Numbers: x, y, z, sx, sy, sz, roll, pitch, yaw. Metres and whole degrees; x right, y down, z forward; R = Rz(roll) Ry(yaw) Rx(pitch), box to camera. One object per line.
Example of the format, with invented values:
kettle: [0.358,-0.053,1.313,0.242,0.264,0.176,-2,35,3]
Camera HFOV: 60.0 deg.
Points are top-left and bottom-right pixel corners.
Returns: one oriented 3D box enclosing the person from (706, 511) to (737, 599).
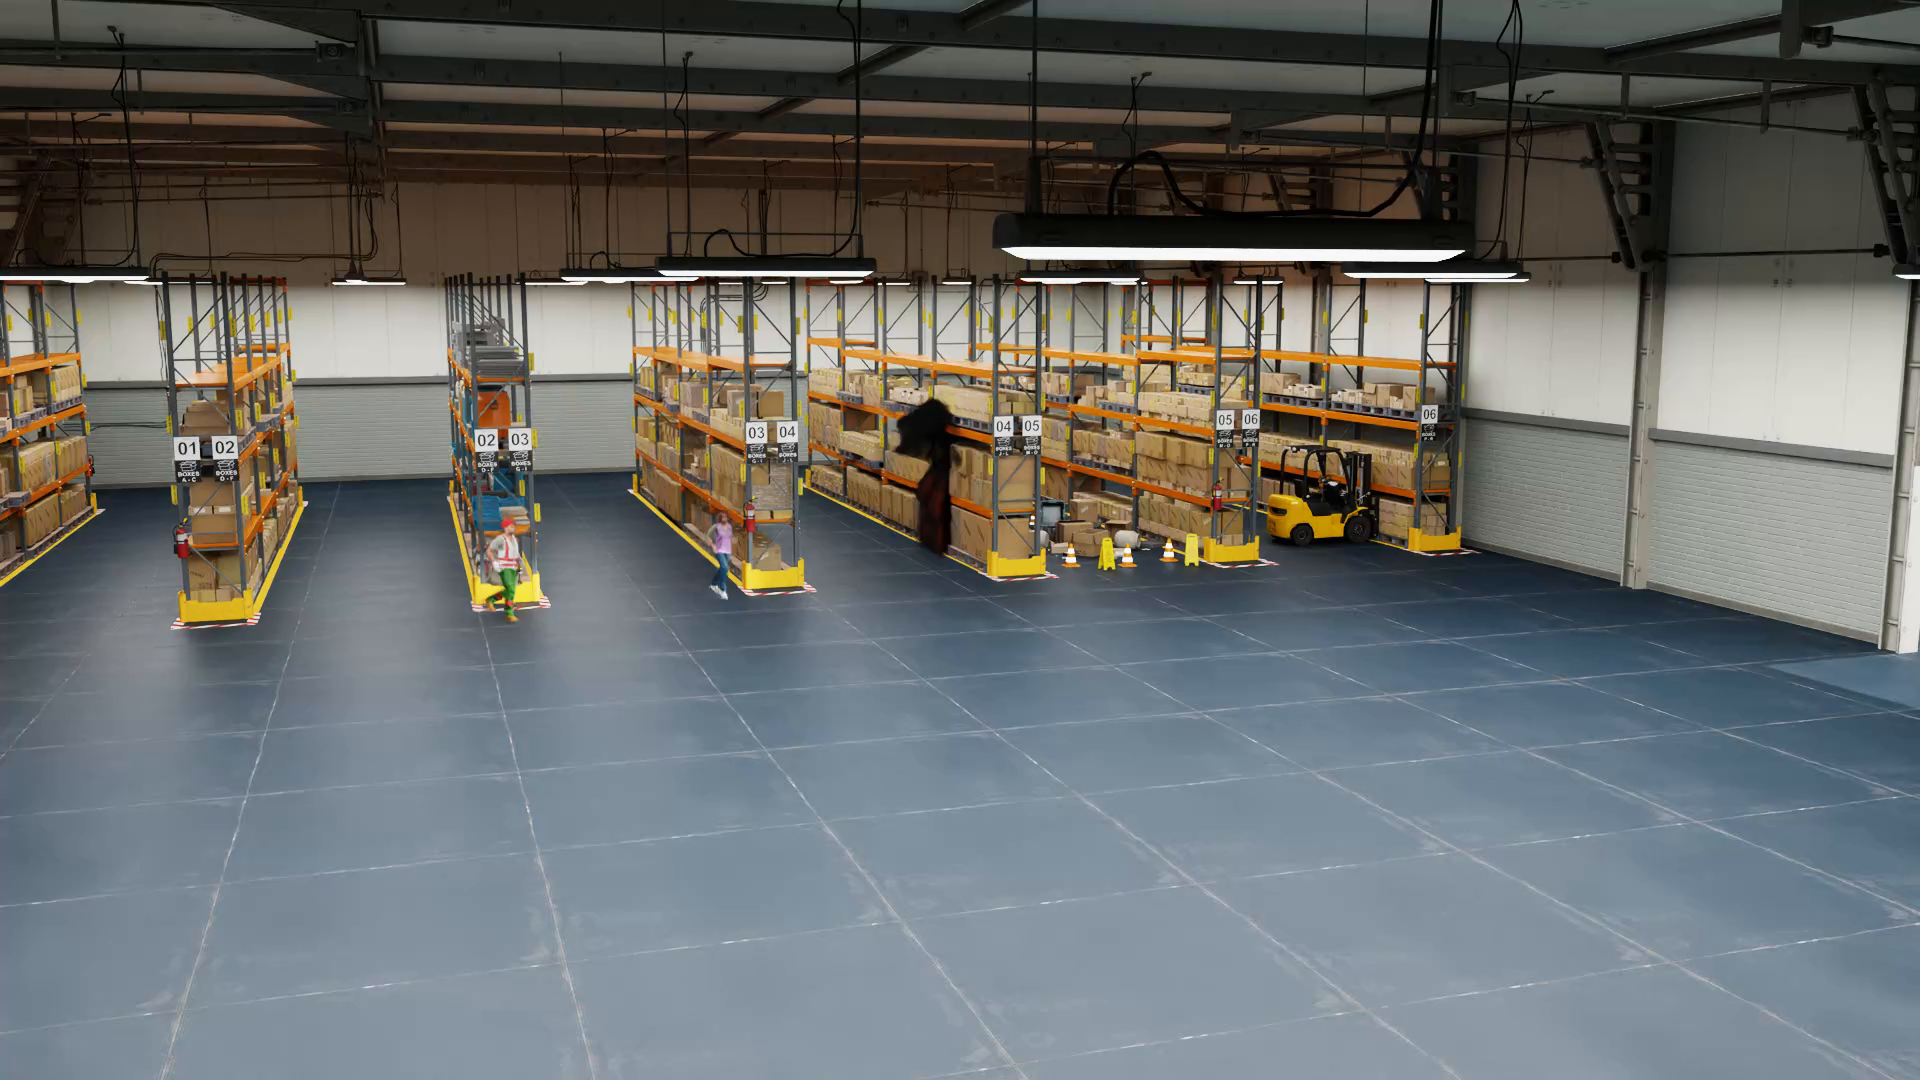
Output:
person: [-4.444,0.269,31.055,0.520,1.645,0.721,-8,12,-44]

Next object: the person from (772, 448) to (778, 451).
person: [-5.007,-2.069,46.201,0.555,1.679,0.624,-1,9,-8]

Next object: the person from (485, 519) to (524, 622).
person: [-7.940,0.518,29.011,0.796,1.773,0.712,4,9,24]
